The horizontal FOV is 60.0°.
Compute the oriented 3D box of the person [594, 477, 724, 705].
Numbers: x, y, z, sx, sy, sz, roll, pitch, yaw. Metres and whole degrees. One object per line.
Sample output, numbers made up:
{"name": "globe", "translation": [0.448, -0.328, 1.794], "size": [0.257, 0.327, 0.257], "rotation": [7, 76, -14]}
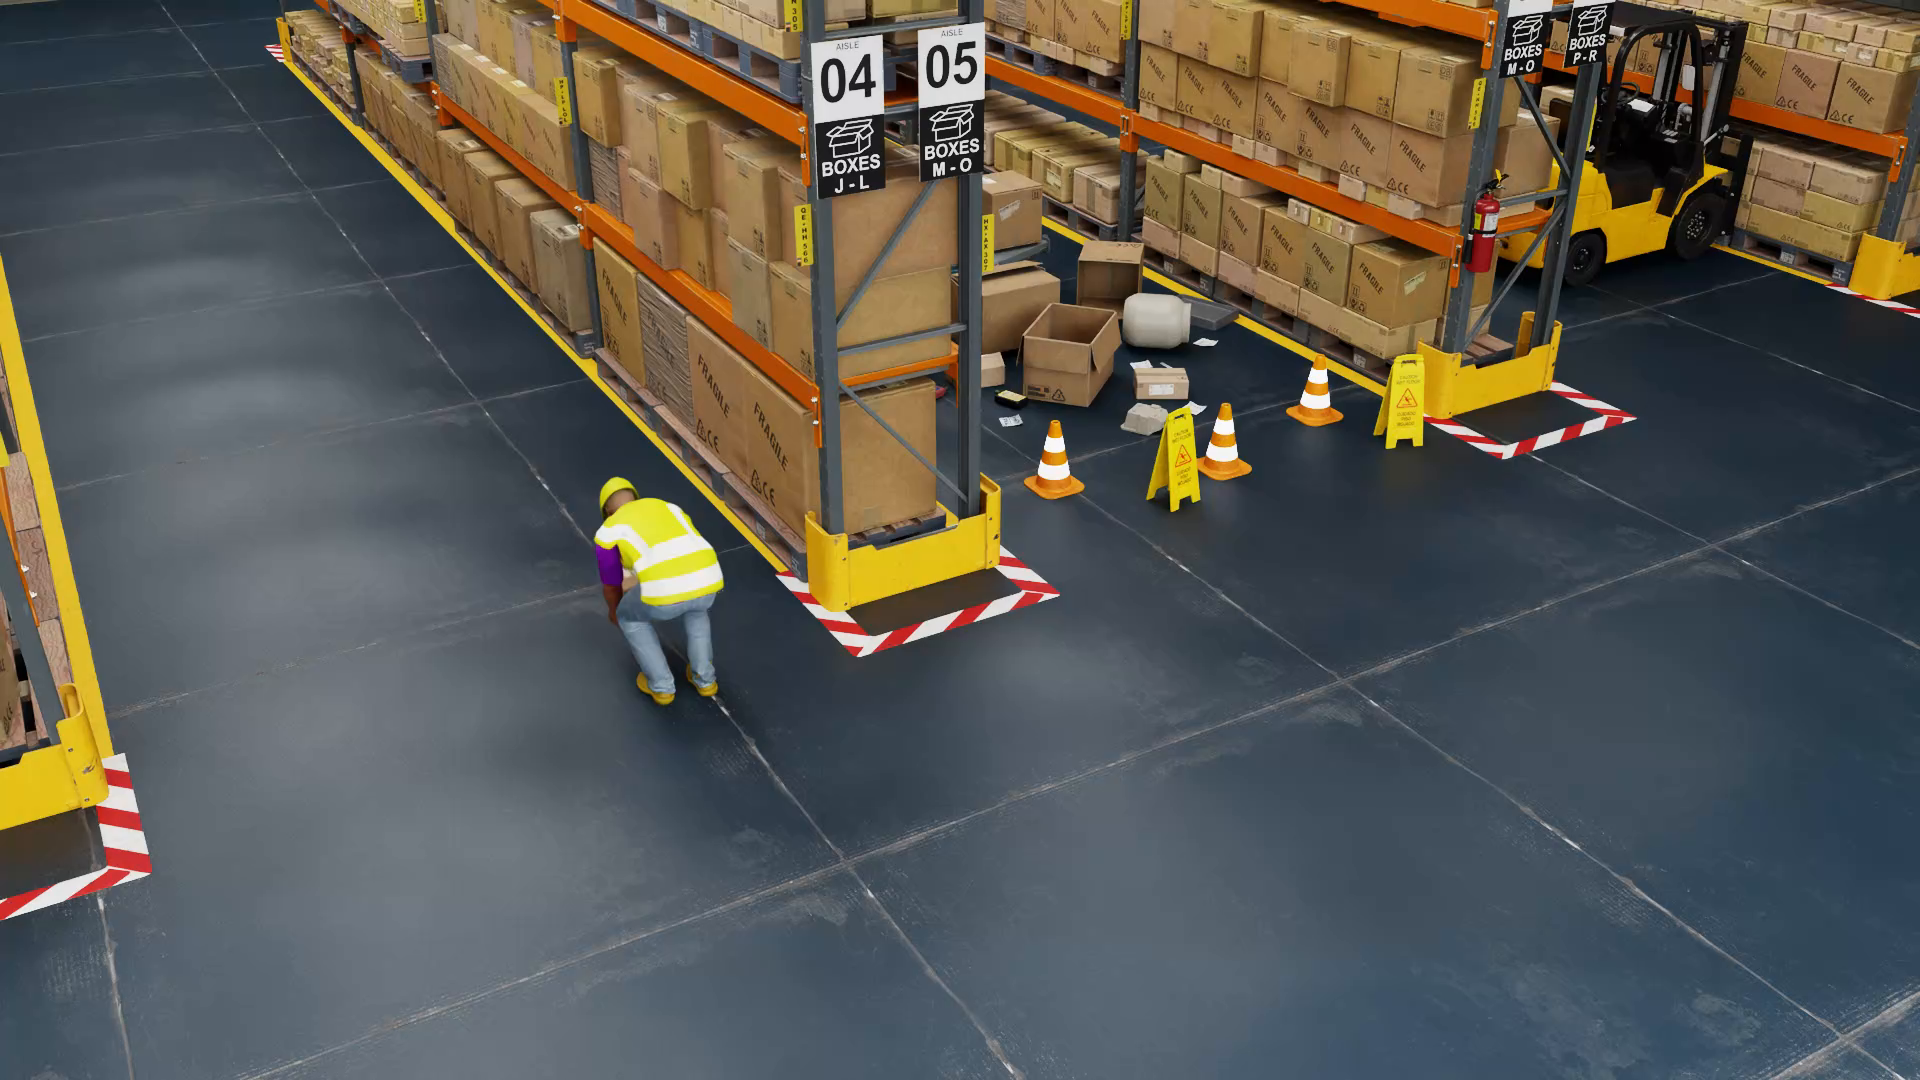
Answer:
{"name": "person", "translation": [-1.608, 0.282, 8.777], "size": [0.522, 1.042, 0.965], "rotation": [-17, 33, -29]}
